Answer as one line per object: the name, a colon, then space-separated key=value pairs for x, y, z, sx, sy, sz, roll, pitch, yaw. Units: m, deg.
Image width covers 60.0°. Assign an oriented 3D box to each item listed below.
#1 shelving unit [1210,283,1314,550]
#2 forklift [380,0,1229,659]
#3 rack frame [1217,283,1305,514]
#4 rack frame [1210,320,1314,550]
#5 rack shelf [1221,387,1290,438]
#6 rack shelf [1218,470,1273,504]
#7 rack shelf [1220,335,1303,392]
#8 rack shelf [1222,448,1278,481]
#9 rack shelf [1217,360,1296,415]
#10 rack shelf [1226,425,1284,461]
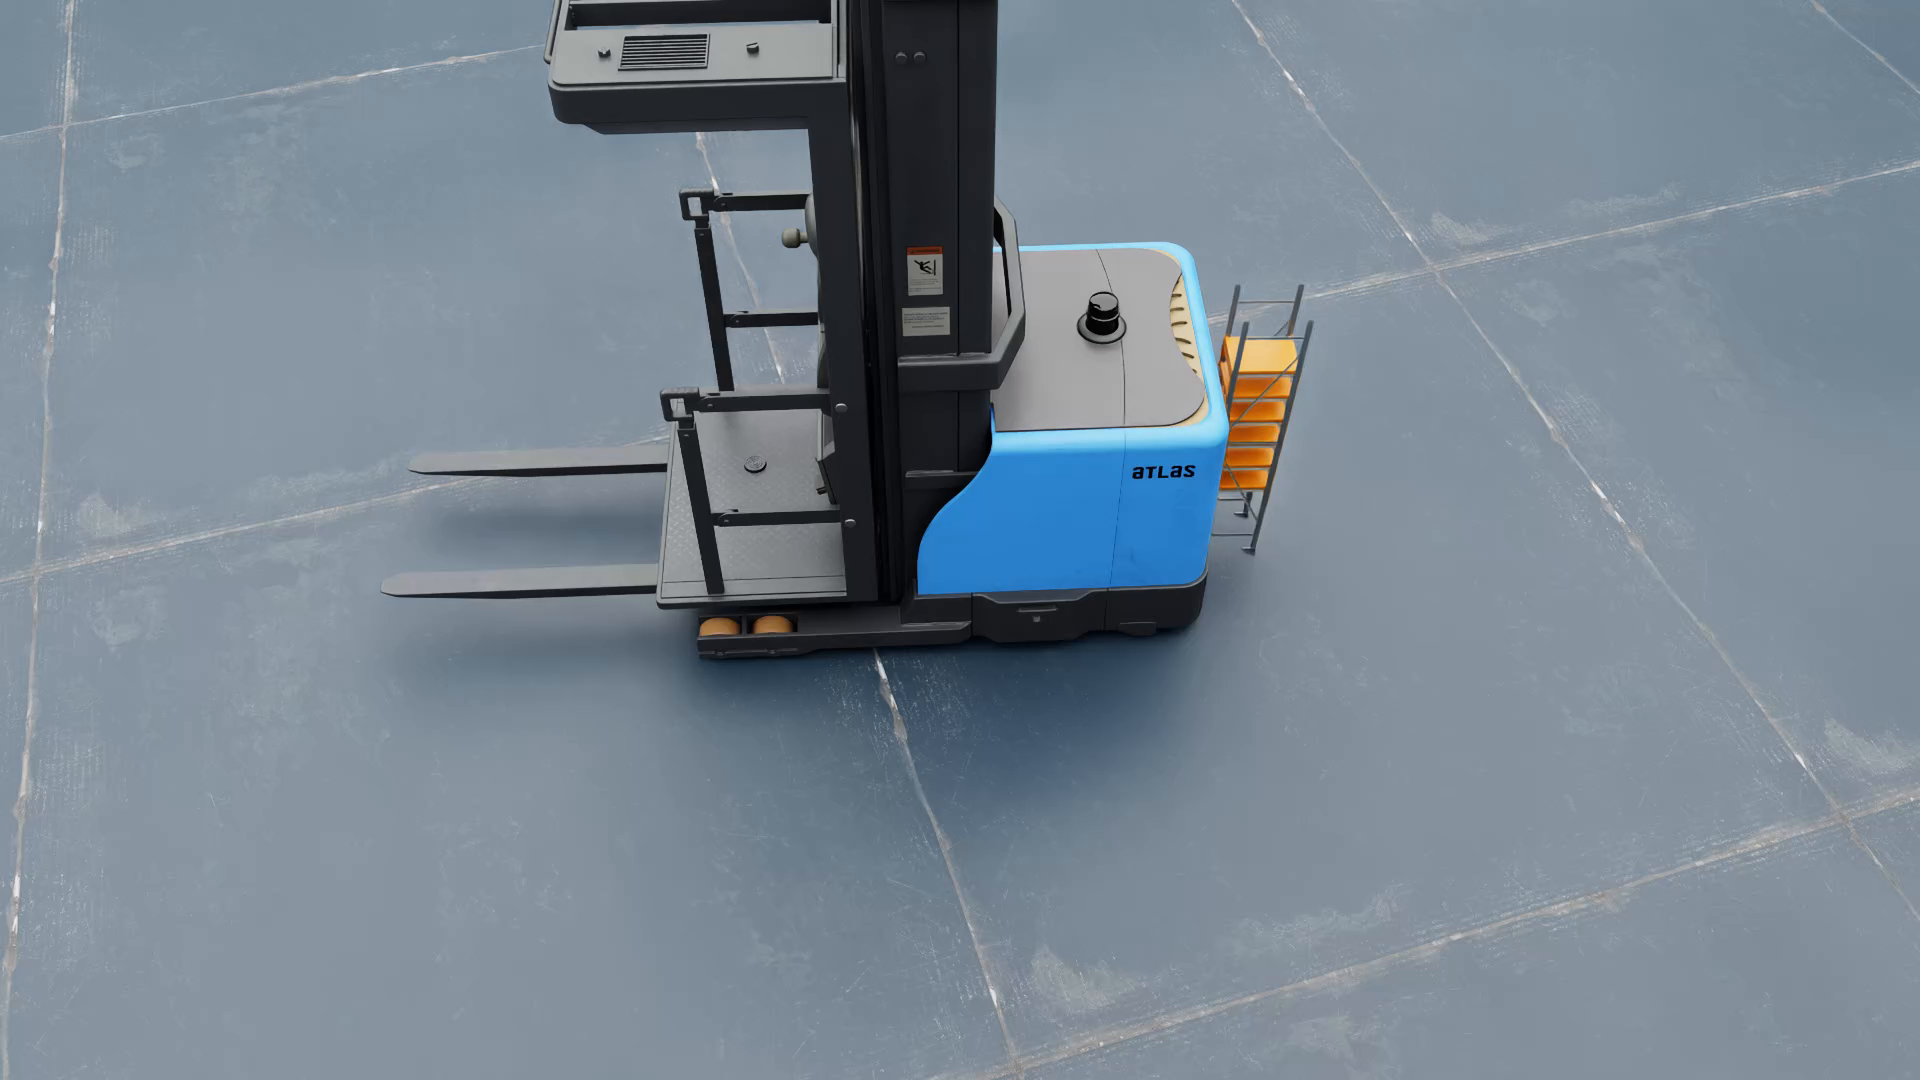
shelving unit: x=1.050 y=-0.421 z=6.104 sx=0.258 sy=1.200 sz=0.189 roll=-1 pitch=50 yaw=-3
forklift: x=-0.628 y=-0.921 z=5.399 sx=3.031 sy=2.935 sz=1.130 roll=-2 pitch=50 yaw=-2
rack frame: x=1.046 y=-0.491 z=6.163 sx=0.240 sy=1.200 sz=0.006 roll=-1 pitch=50 yaw=-3
rack frame: x=1.054 y=-0.351 z=6.045 sx=0.240 sy=1.200 sz=0.006 roll=-1 pitch=50 yaw=-3
rack shelf: x=1.052 y=-0.469 z=6.046 sx=0.258 sy=0.103 sz=0.180 roll=-1 pitch=50 yaw=-3
rack shelf: x=1.041 y=-0.237 z=6.321 sx=0.258 sy=0.103 sz=0.180 roll=-1 pitch=50 yaw=-3
rack shelf: x=1.060 y=-0.624 z=5.863 sx=0.258 sy=0.103 sz=0.180 roll=-1 pitch=50 yaw=-3
rack shelf: x=1.045 y=-0.315 z=6.230 sx=0.258 sy=0.103 sz=0.180 roll=-1 pitch=50 yaw=-3
rack shelf: x=1.056 y=-0.547 z=5.955 sx=0.258 sy=0.103 sz=0.180 roll=-1 pitch=50 yaw=-3
rack shelf: x=1.049 y=-0.392 z=6.138 sx=0.258 sy=0.103 sz=0.180 roll=-1 pitch=50 yaw=-3
